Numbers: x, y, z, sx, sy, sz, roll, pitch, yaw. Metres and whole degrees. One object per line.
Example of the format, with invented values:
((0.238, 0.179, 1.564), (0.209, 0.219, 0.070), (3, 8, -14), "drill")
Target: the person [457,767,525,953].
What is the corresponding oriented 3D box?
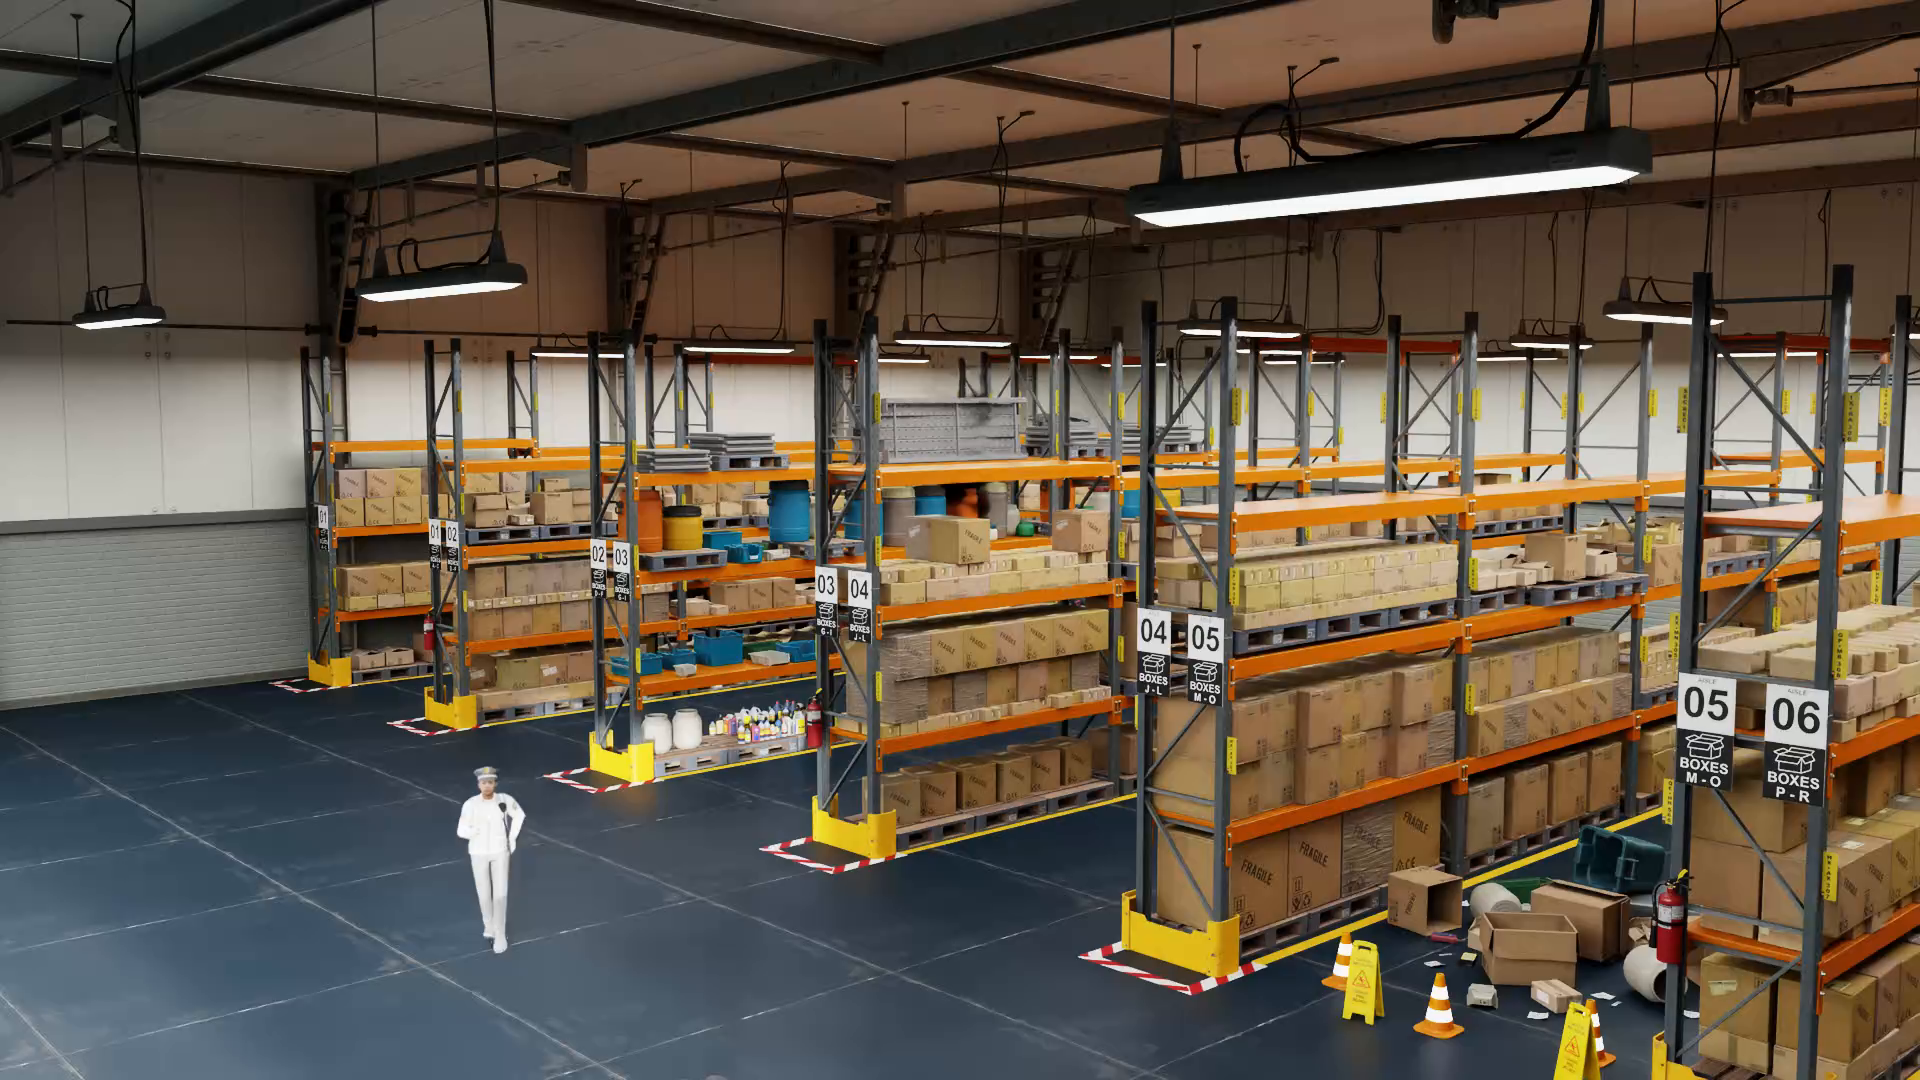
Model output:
((-4.373, 2.961, 15.508), (0.592, 1.734, 0.684), (-1, 5, -11), "person")
